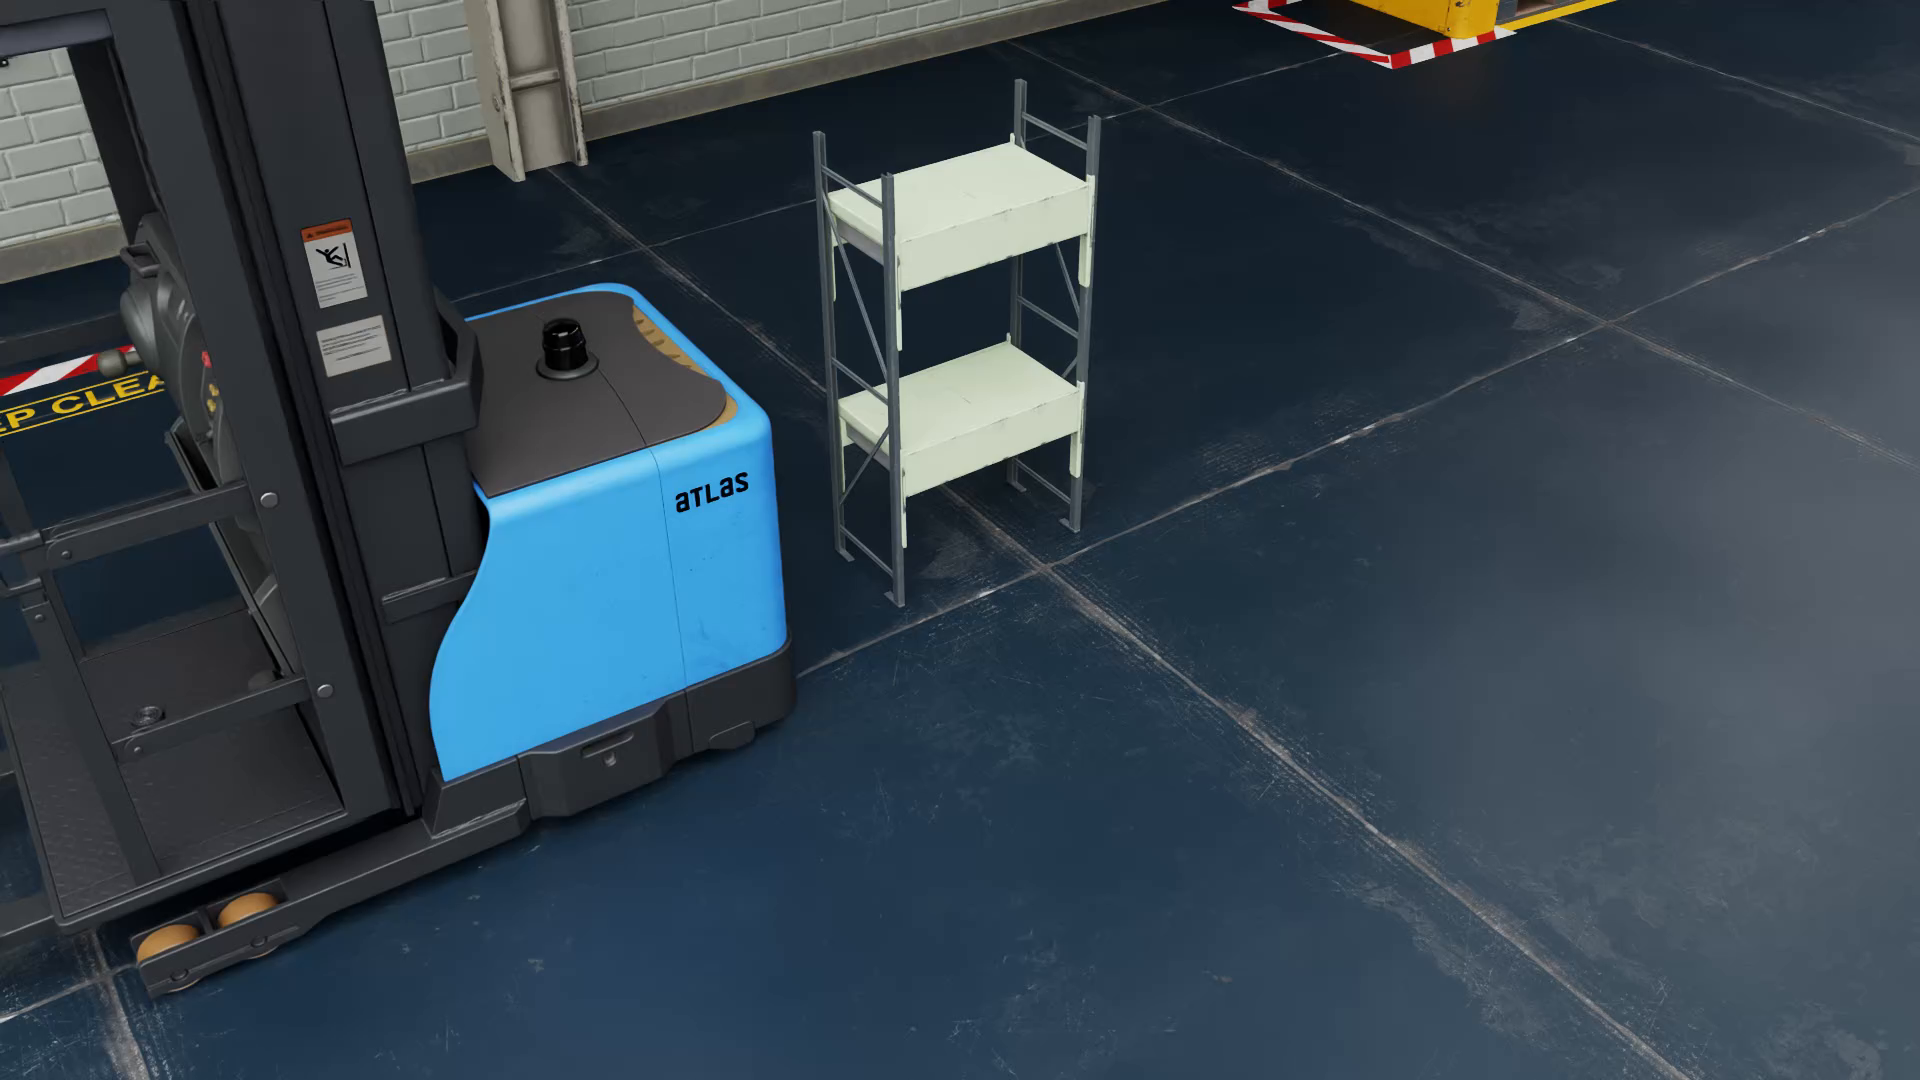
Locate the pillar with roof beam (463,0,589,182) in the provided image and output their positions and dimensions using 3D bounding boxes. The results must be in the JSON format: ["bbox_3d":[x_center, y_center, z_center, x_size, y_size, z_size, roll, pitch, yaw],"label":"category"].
[{"bbox_3d":[0.360,-3.503,2.914,0.400,9.000,9.100,-22,41,-28],"label":"pillar with roof beam"}]

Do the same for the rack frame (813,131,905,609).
[{"bbox_3d":[-0.305,-0.484,5.138,0.023,1.500,0.400,-22,41,-28],"label":"rack frame"}]

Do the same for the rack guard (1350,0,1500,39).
[{"bbox_3d":[2.772,-3.503,10.192,0.348,0.500,1.175,-22,41,-28],"label":"rack guard"}]

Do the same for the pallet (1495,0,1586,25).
[{"bbox_3d":[3.457,-3.642,10.633,1.213,0.211,1.003,-22,41,-28],"label":"pallet"}]

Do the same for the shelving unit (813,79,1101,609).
[{"bbox_3d":[-0.005,-0.607,5.309,0.755,1.500,0.431,-22,41,-28],"label":"shelving unit"}]

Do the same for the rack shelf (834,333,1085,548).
[{"bbox_3d":[-0.005,-0.342,5.499,0.720,0.370,0.431,-22,41,-28],"label":"rack shelf"}]

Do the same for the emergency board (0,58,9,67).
[{"bbox_3d":[-4.162,-2.309,6.392,0.643,1.169,0.194,-22,41,-28],"label":"emergency board"}]

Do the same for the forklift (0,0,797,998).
[{"bbox_3d":[-2.002,-0.411,3.812,3.031,2.935,1.130,-21,41,-26],"label":"forklift"}]

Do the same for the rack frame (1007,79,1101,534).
[{"bbox_3d":[0.294,-0.730,5.480,0.023,1.500,0.400,-22,41,-28],"label":"rack frame"}]

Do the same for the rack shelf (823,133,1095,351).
[{"bbox_3d":[-0.005,-0.923,5.081,0.720,0.370,0.431,-22,41,-28],"label":"rack shelf"}]
